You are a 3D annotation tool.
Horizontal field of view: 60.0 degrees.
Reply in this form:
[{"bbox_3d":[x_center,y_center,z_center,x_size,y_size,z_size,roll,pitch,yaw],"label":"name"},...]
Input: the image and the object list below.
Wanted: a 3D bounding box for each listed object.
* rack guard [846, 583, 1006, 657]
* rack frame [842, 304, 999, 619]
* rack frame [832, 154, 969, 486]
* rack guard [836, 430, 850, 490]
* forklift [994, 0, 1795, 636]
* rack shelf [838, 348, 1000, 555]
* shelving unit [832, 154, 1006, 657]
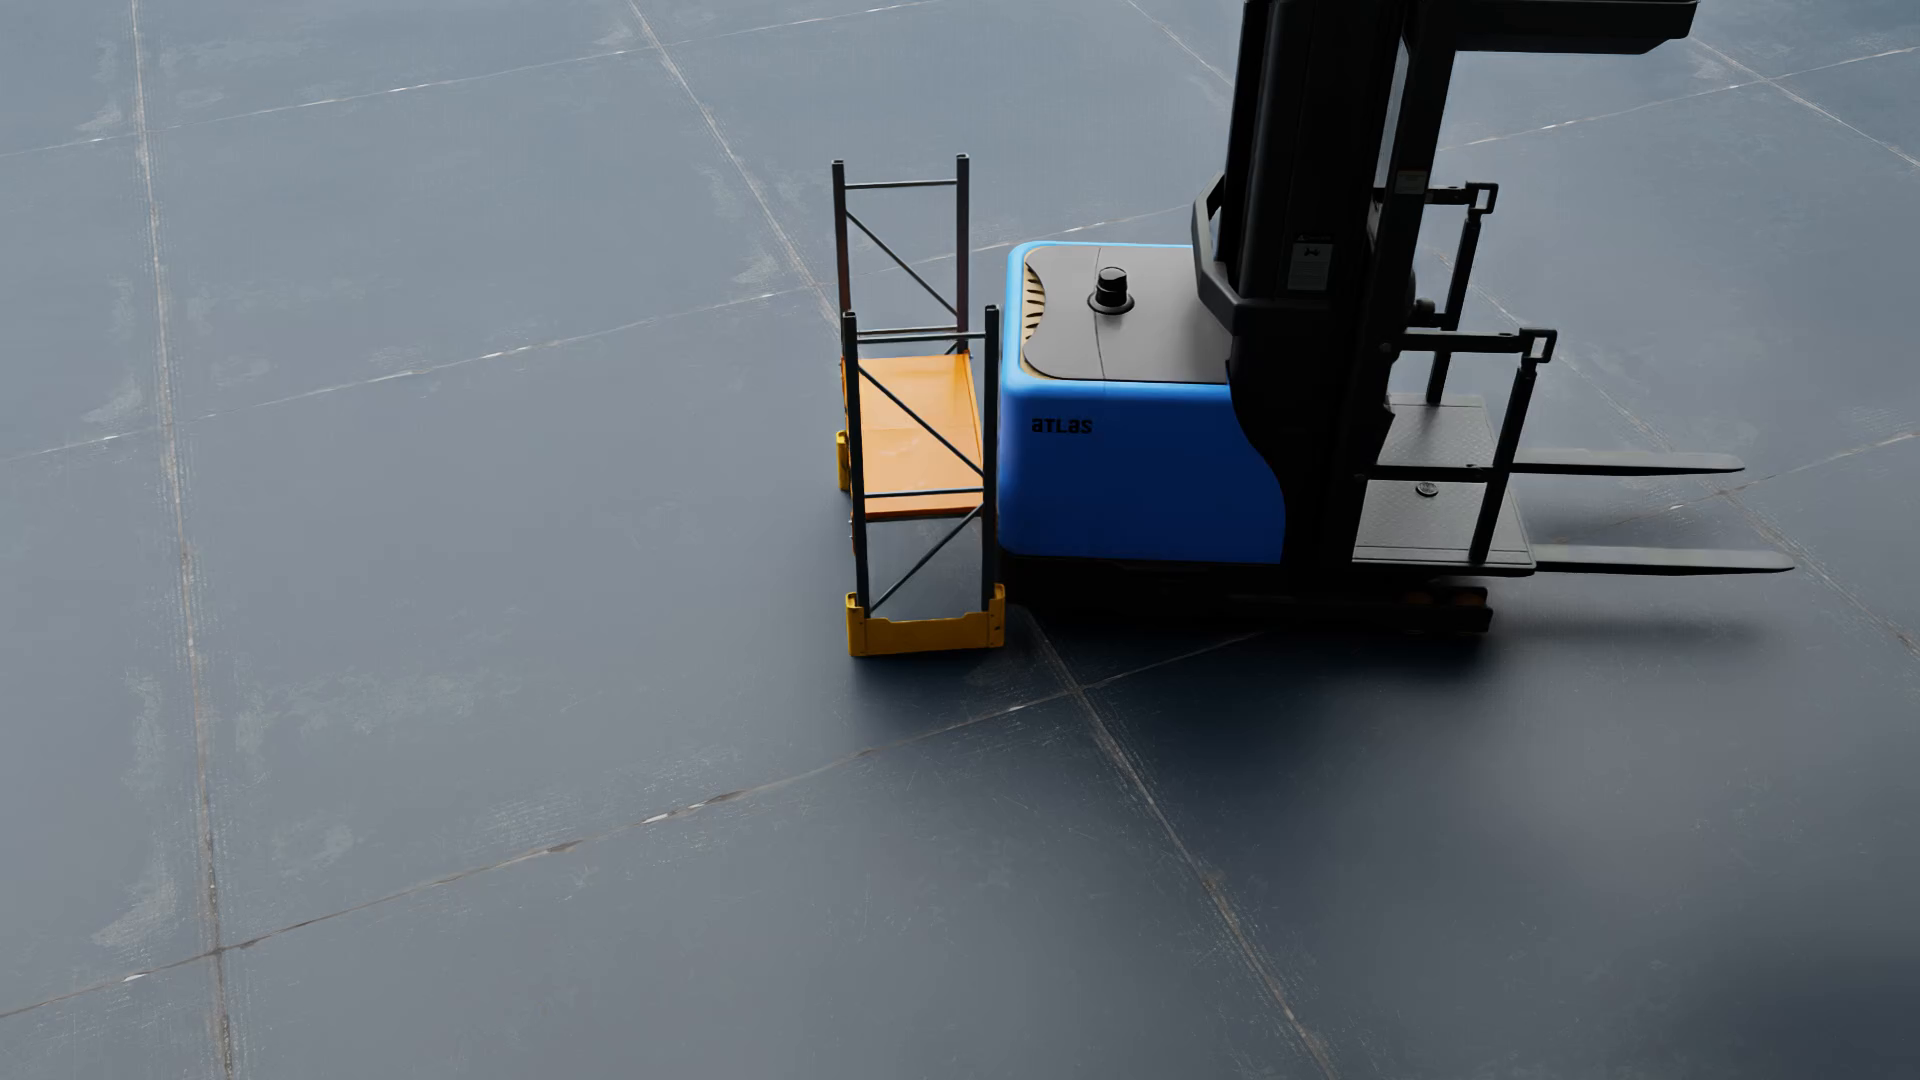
[{"bbox_3d":[-0.126,0.299,6.210,0.587,0.250,0.087,-3,41,-4],"label":"rack guard"},{"bbox_3d":[-0.125,-0.162,5.788,0.500,1.500,0.032,-3,41,-4],"label":"rack frame"},{"bbox_3d":[-0.218,-0.822,6.556,0.500,1.500,0.032,-3,41,-4],"label":"rack frame"},{"bbox_3d":[-0.217,-0.348,6.963,0.587,0.250,0.087,-3,41,-4],"label":"rack guard"},{"bbox_3d":[1.664,-1.104,5.786,3.031,2.935,1.130,2,41,2],"label":"forklift"},{"bbox_3d":[-0.171,-0.356,6.289,0.538,0.185,1.000,-3,41,-4],"label":"rack shelf"},{"bbox_3d":[-0.172,-0.498,6.179,0.587,1.500,1.083,-3,41,-4],"label":"shelving unit"}]
